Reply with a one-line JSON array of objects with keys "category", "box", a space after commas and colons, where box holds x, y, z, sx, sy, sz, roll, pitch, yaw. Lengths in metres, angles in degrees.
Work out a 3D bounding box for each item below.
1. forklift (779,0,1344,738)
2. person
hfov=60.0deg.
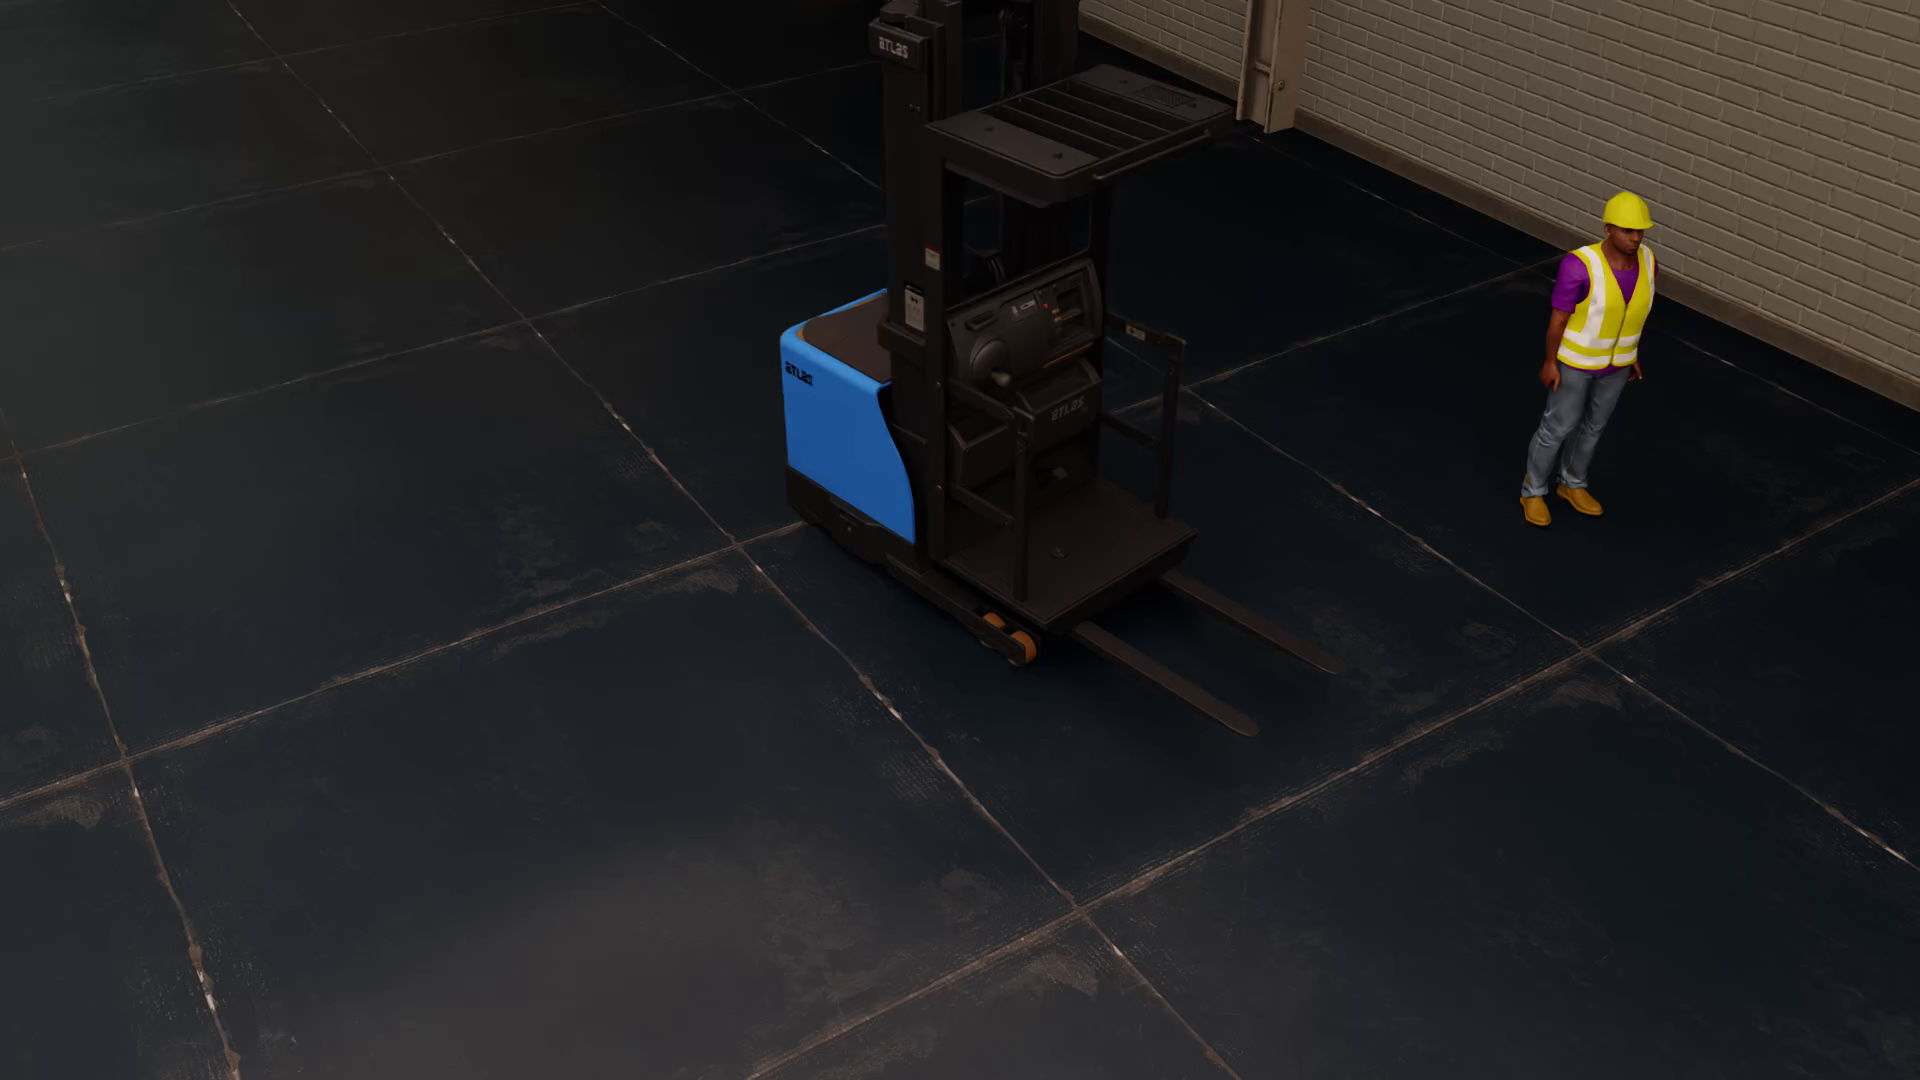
[{"category": "forklift", "box": [0.452, -0.938, 7.482, 1.130, 2.935, 3.031, -28, 44, -34]}, {"category": "person", "box": [3.232, -0.911, 8.457, 0.552, 1.771, 0.382, -9, 36, -13]}]
